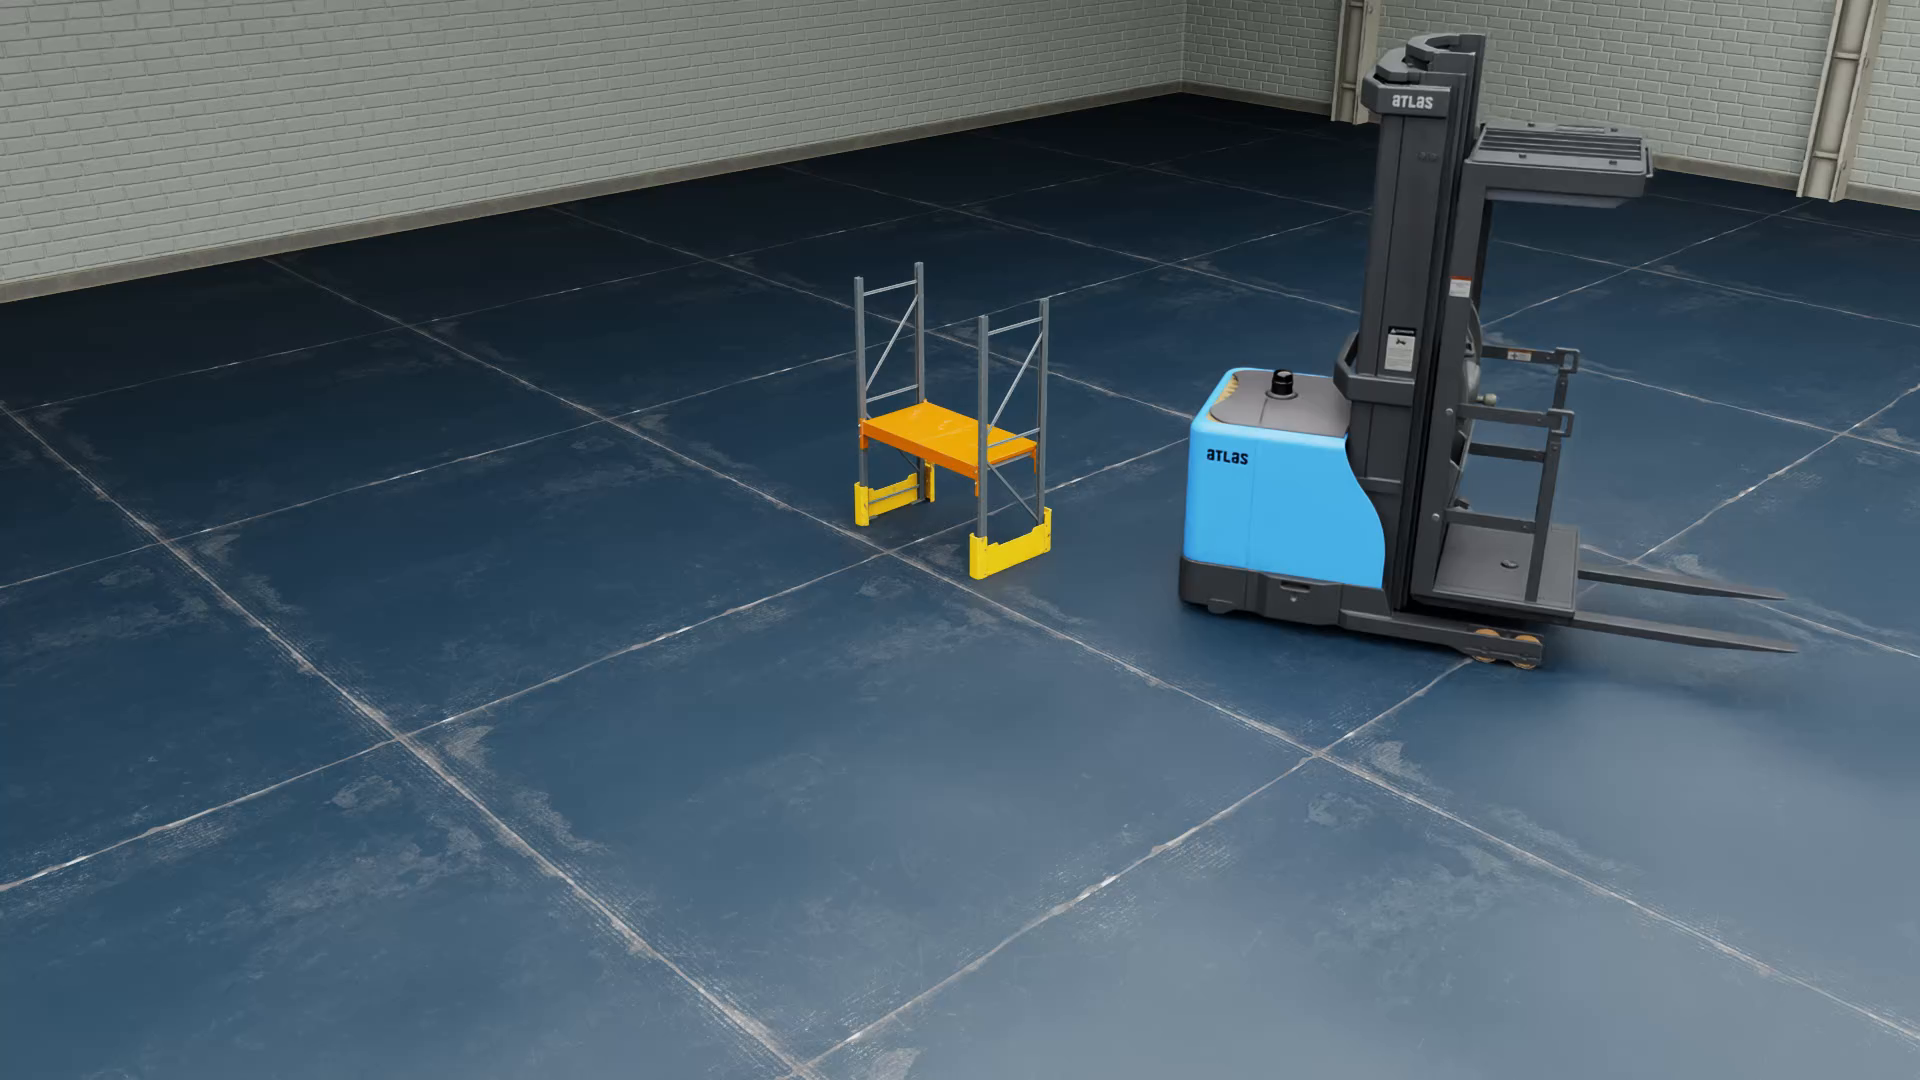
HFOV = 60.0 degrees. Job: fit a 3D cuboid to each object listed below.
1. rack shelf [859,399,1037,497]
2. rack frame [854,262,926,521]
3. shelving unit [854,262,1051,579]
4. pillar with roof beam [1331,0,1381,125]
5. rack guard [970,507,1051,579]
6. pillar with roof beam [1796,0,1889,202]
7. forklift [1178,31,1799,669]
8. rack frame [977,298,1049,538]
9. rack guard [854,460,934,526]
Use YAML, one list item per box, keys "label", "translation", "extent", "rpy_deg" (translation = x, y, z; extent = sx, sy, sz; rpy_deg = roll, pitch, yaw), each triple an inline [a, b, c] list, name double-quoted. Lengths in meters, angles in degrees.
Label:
- label: "rack shelf"
  translation: [-0.058, -0.545, 9.570]
  extent: [0.538, 0.185, 1.000]
  rpy_deg: [-21, 32, -38]
- label: "rack frame"
  translation: [-0.406, -0.862, 9.833]
  extent: [0.500, 1.500, 0.032]
  rpy_deg: [-21, 32, -38]
- label: "shelving unit"
  translation: [-0.052, -0.705, 9.489]
  extent: [0.587, 1.500, 1.083]
  rpy_deg: [-21, 32, -38]
- label: "pillar with roof beam"
  translation: [1.962, -8.359, 17.232]
  extent: [9.100, 9.000, 0.400]
  rpy_deg: [-21, 32, -38]
- label: "rack guard"
  translation: [0.288, 0.014, 9.418]
  extent: [0.587, 0.250, 0.087]
  rpy_deg: [-21, 32, -38]
- label: "pillar with roof beam"
  translation: [6.063, -6.541, 13.247]
  extent: [9.100, 9.000, 0.400]
  rpy_deg: [-21, 32, -38]
- label: "forklift"
  translation: [2.744, -0.937, 8.273]
  extent: [3.031, 2.935, 1.130]
  rpy_deg: [9, 26, 18]
- label: "rack frame"
  translation: [0.289, -0.554, 9.158]
  extent: [0.500, 1.500, 0.032]
  rpy_deg: [-21, 32, -38]
- label: "rack guard"
  translation: [-0.392, -0.288, 10.079]
  extent: [0.587, 0.250, 0.087]
  rpy_deg: [-21, 32, -38]
